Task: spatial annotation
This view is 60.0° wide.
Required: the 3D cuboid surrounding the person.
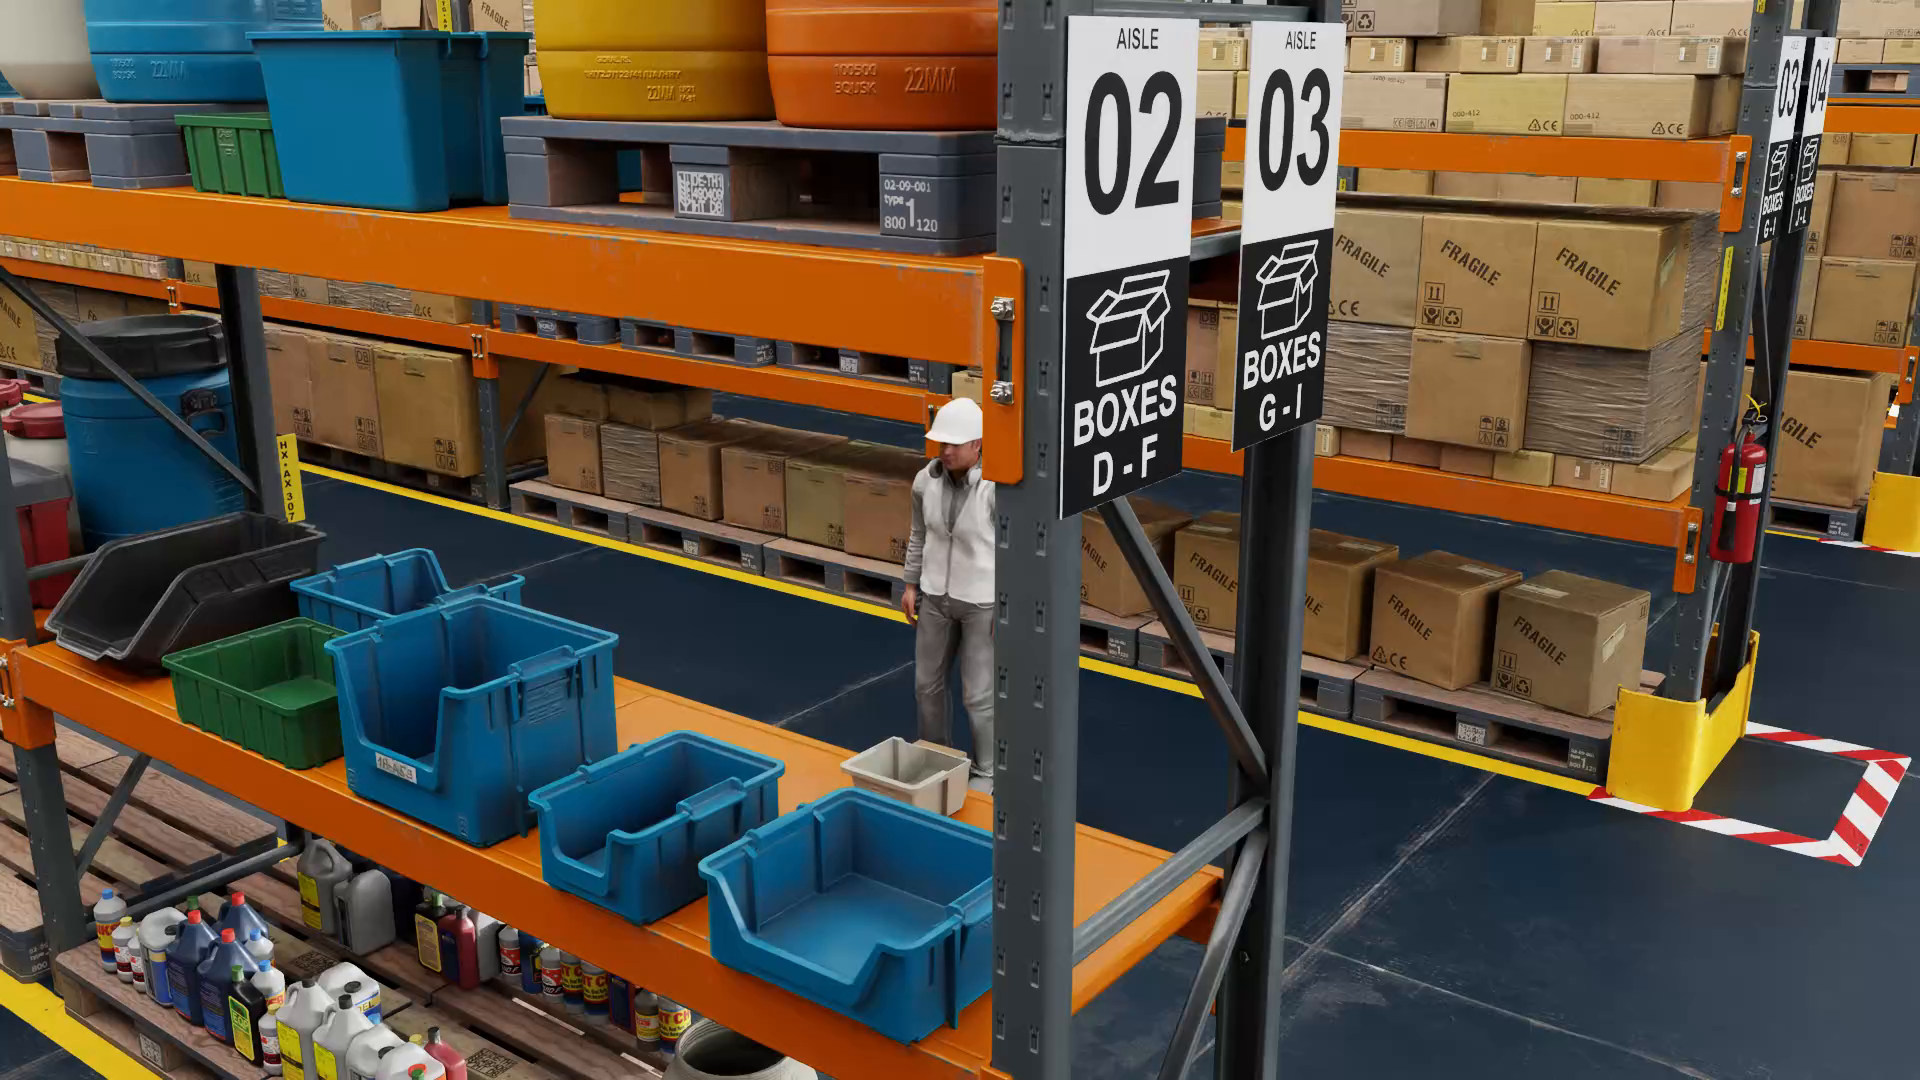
[{"bbox_3d":[0.012,0.252,7.136,0.593,1.771,0.464,10,19,32],"label":"person"}]
